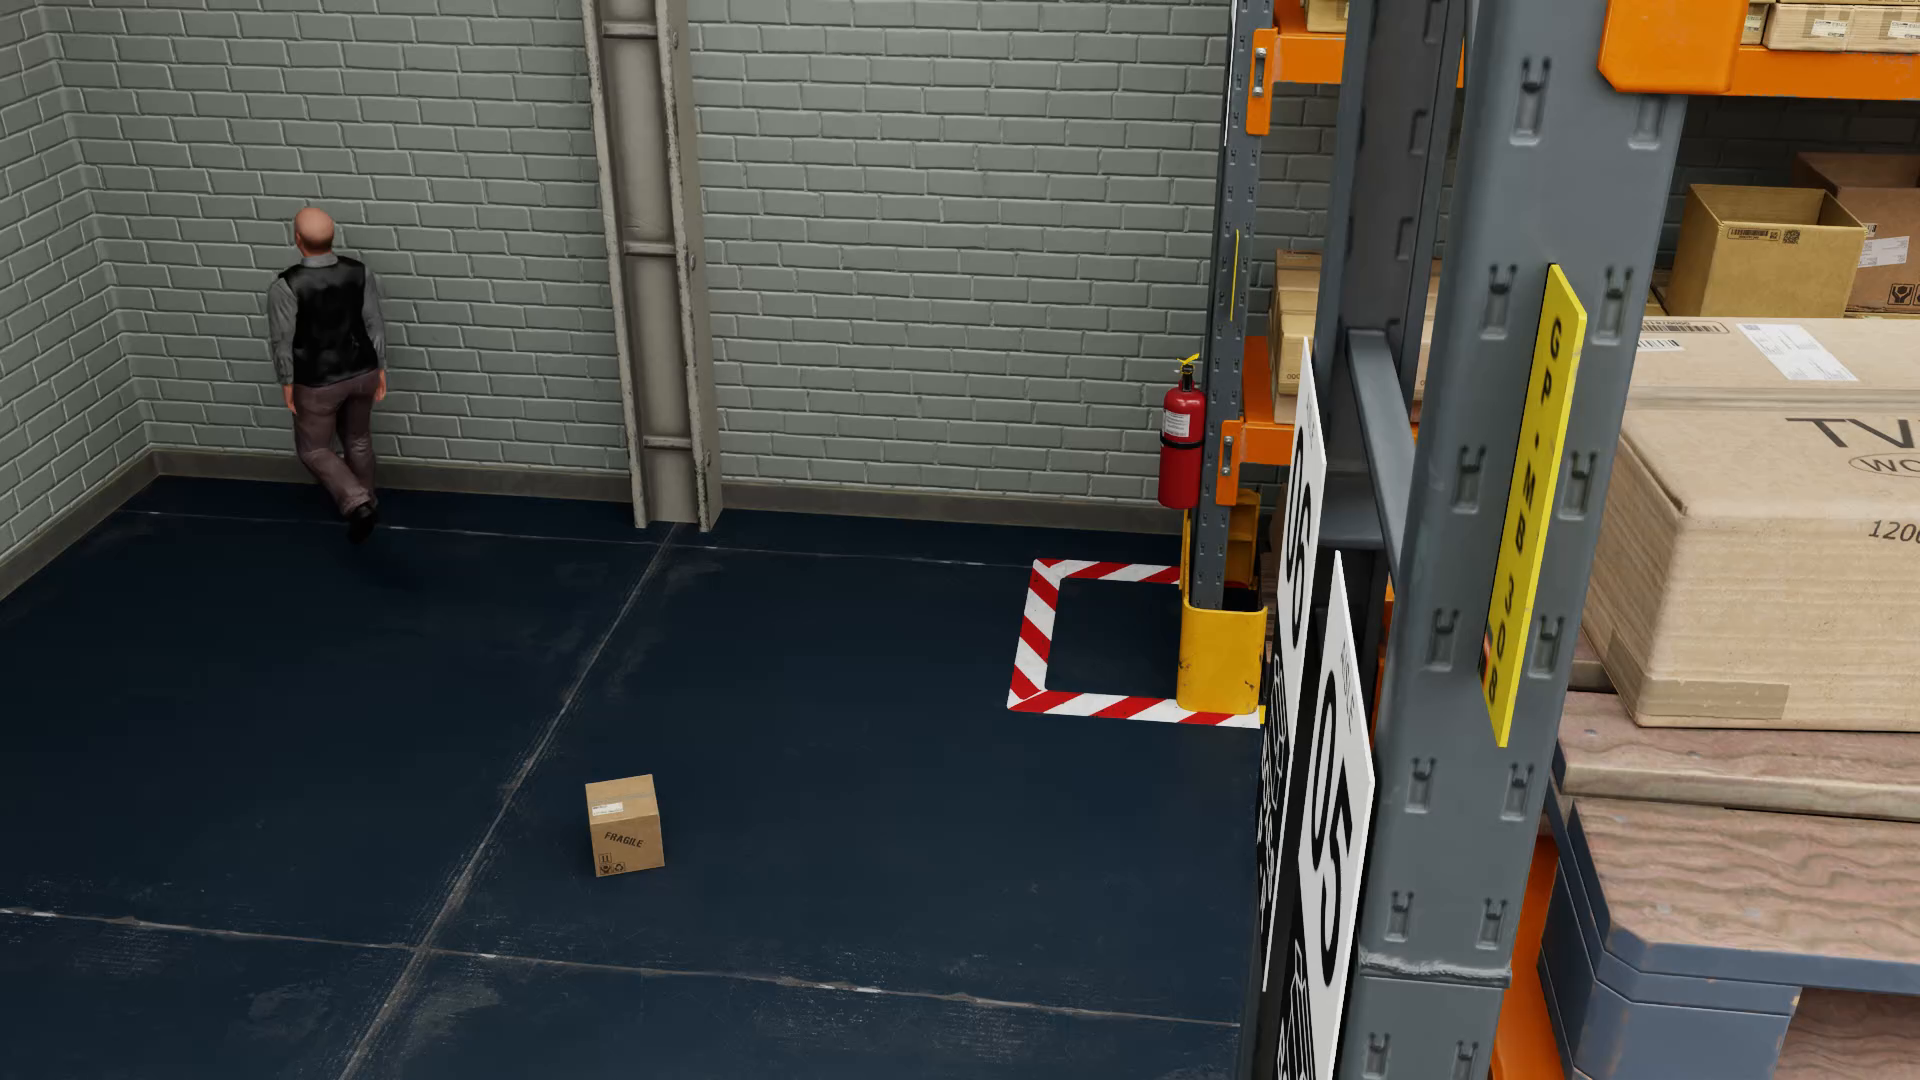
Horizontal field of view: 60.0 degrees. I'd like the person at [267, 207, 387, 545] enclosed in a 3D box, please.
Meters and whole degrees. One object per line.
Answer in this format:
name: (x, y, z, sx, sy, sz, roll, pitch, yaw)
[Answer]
person: (-3.032, -0.781, 8.083, 0.537, 1.703, 0.722, -24, 37, -38)
